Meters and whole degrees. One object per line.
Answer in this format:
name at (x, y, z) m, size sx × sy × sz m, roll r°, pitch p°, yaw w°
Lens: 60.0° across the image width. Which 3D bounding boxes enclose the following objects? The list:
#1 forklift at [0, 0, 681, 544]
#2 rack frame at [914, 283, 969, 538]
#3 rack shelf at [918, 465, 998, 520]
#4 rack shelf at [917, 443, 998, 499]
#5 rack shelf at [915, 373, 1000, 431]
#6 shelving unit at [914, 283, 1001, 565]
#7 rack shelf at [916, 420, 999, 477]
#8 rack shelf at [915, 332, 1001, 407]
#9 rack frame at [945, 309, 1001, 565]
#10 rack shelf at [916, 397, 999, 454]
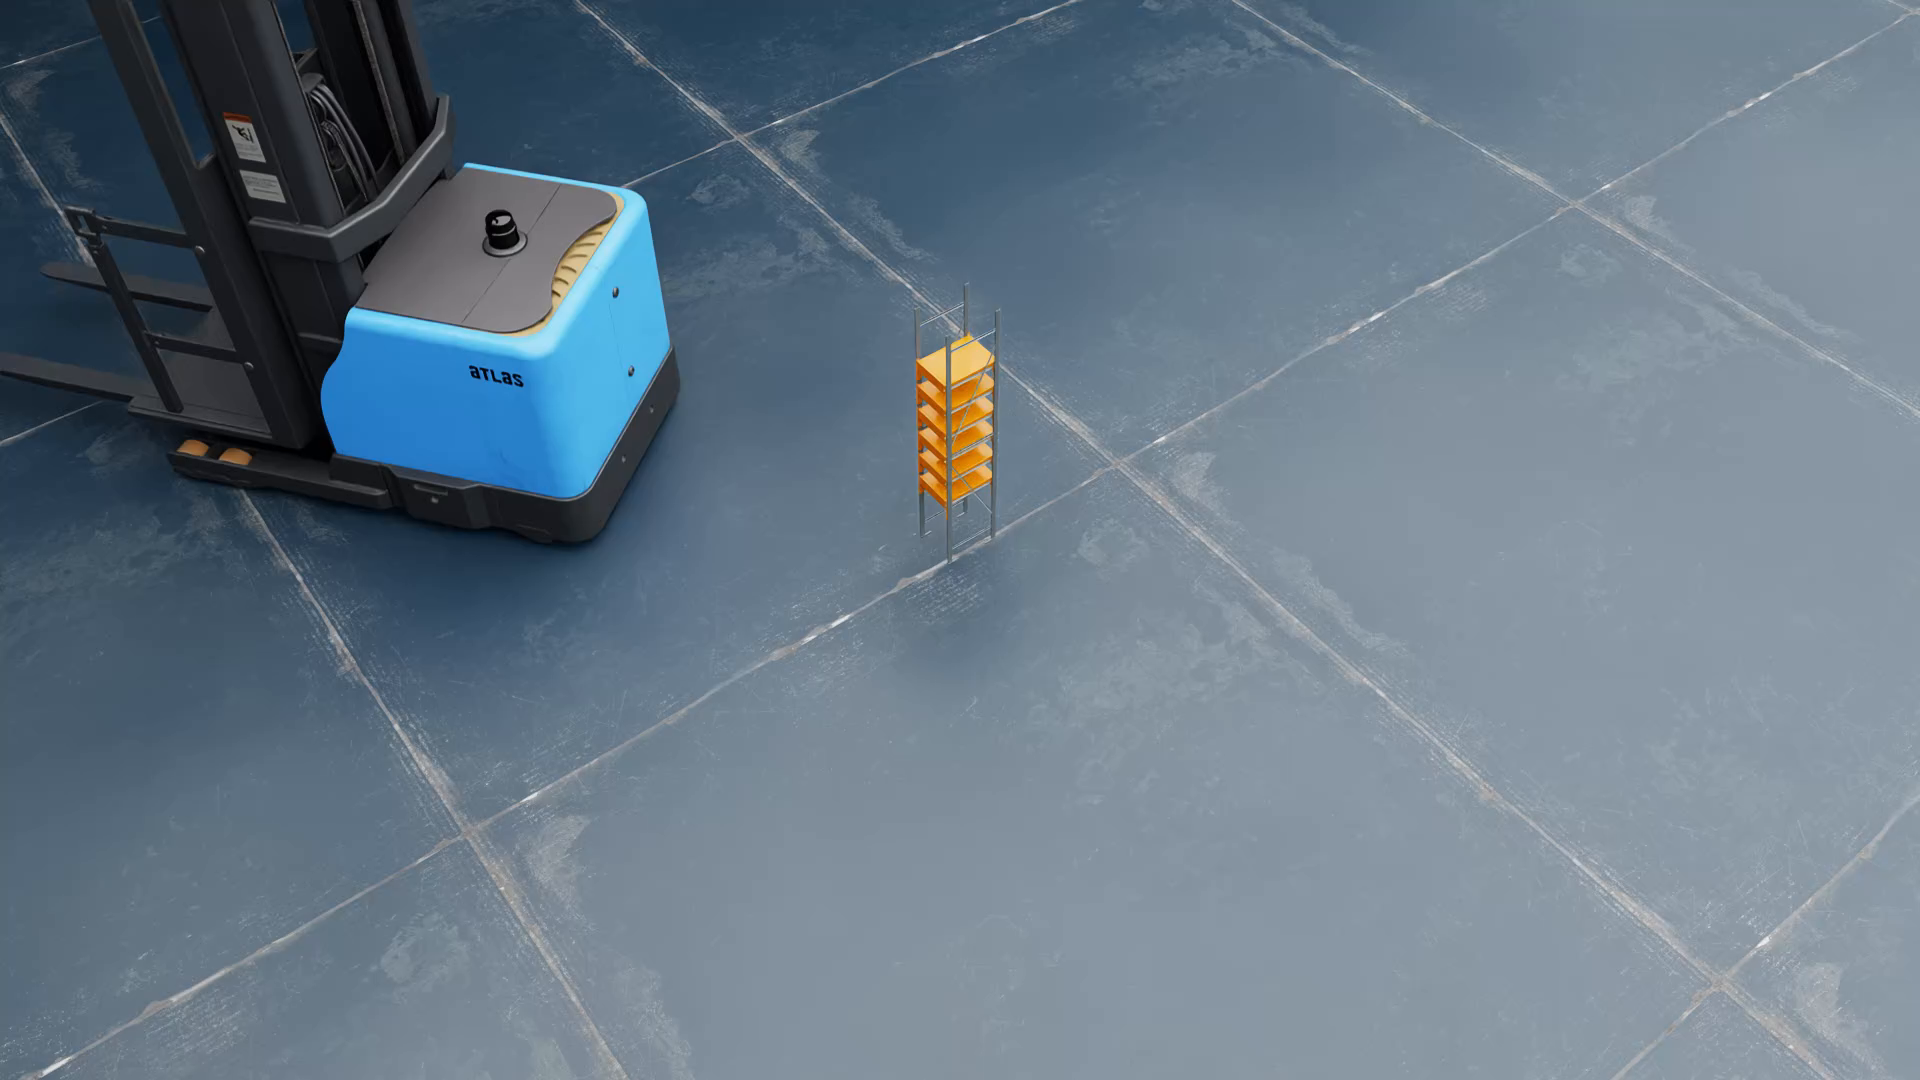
forklift at (-2.795, -1.573, 6.196) m, size 3.031 × 2.935 × 1.130 m, roll 11°, pitch 49°, yaw 10°
rack frame at (-0.064, -0.465, 6.361) m, size 0.240 × 1.200 × 0.006 m, roll -29°, pitch 54°, yaw -24°
rack shelf at (-0.009, -0.220, 6.523) m, size 0.258 × 0.103 × 0.180 m, roll -29°, pitch 54°, yaw -24°
rack shelf at (-0.009, -0.301, 6.434) m, size 0.258 × 0.103 × 0.180 m, roll -29°, pitch 54°, yaw -24°
rack shelf at (-0.009, -0.543, 6.167) m, size 0.258 × 0.103 × 0.180 m, roll -29°, pitch 54°, yaw -24°
shelving unit at (-0.009, -0.412, 6.312) m, size 0.258 × 1.200 × 0.189 m, roll -29°, pitch 54°, yaw -24°
rack shelf at (-0.009, -0.382, 6.345) m, size 0.258 × 0.103 × 0.180 m, roll -29°, pitch 54°, yaw -24°
rack shelf at (-0.009, -0.623, 6.078) m, size 0.258 × 0.103 × 0.180 m, roll -29°, pitch 54°, yaw -24°
rack frame at (0.047, -0.358, 6.263) m, size 0.240 × 1.200 × 0.006 m, roll -29°, pitch 54°, yaw -24°
rack shelf at (-0.009, -0.462, 6.256) m, size 0.258 × 0.103 × 0.180 m, roll -29°, pitch 54°, yaw -24°
